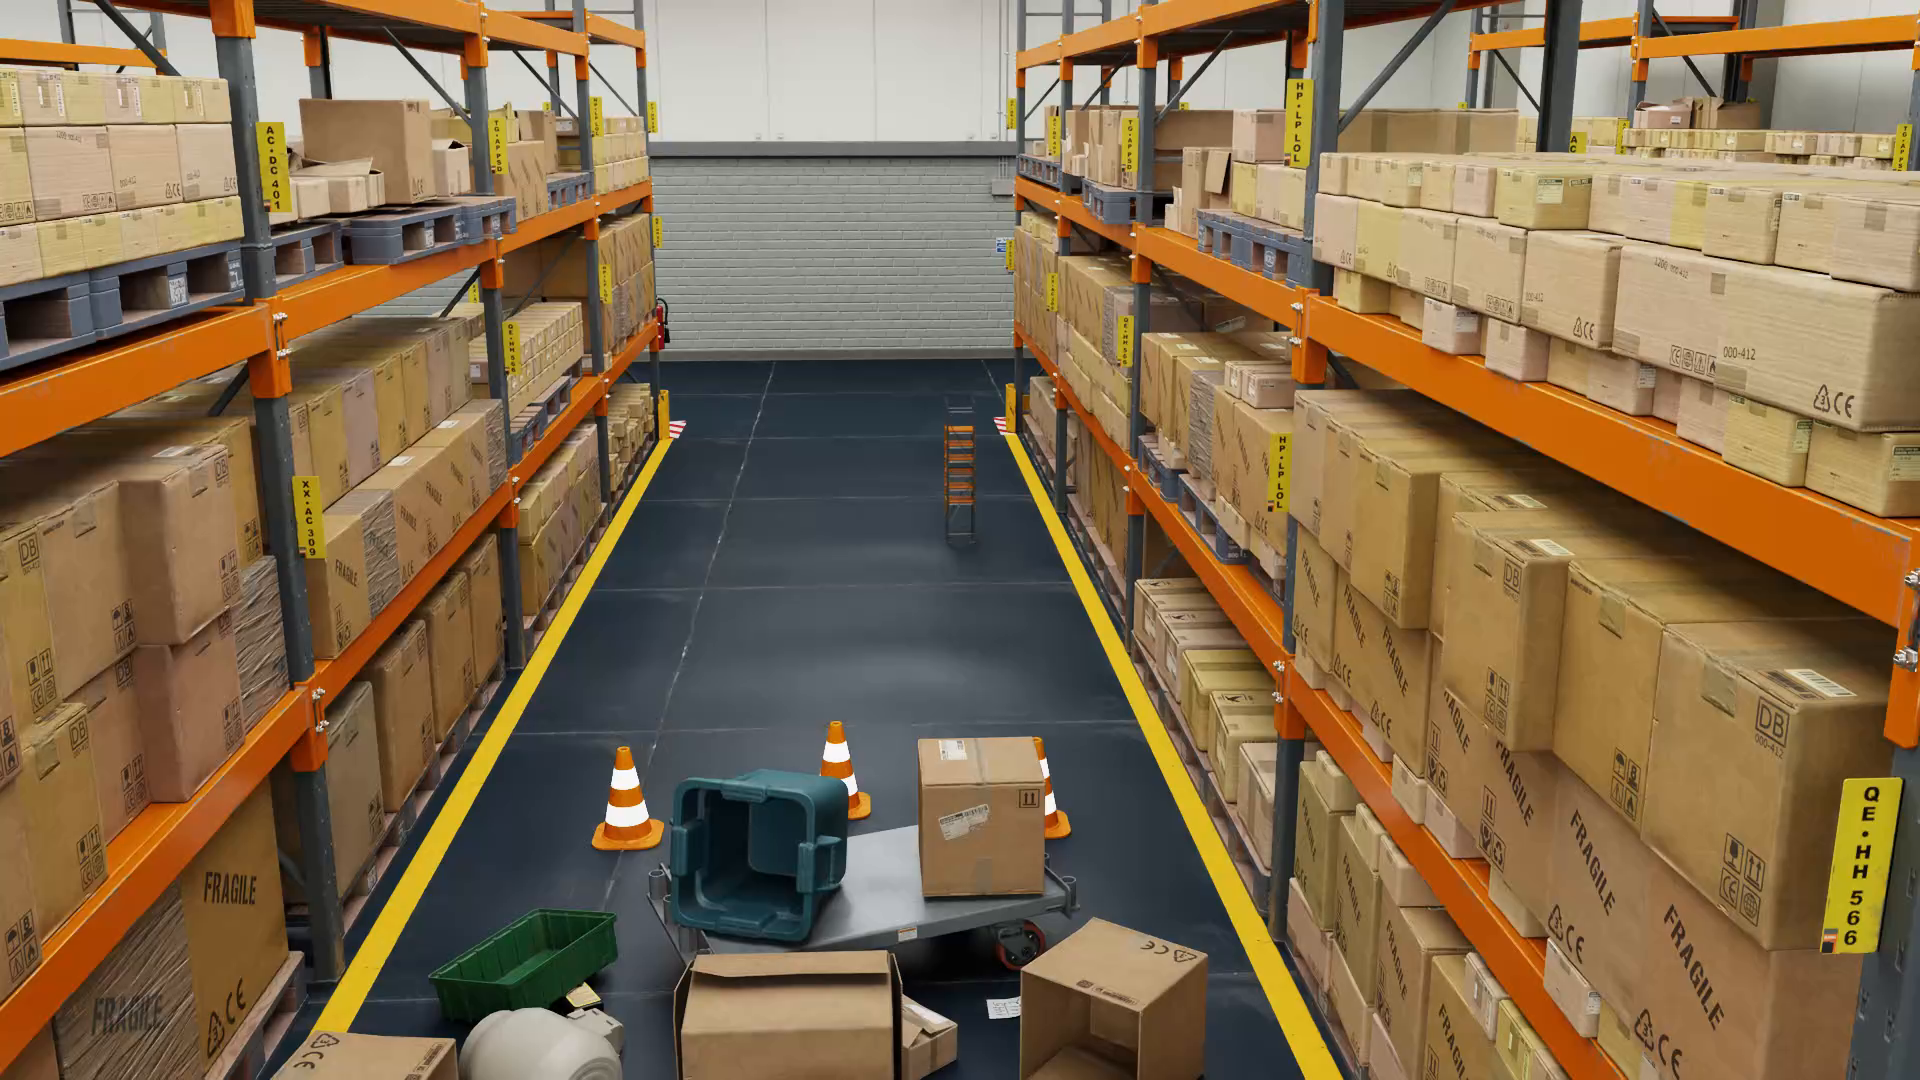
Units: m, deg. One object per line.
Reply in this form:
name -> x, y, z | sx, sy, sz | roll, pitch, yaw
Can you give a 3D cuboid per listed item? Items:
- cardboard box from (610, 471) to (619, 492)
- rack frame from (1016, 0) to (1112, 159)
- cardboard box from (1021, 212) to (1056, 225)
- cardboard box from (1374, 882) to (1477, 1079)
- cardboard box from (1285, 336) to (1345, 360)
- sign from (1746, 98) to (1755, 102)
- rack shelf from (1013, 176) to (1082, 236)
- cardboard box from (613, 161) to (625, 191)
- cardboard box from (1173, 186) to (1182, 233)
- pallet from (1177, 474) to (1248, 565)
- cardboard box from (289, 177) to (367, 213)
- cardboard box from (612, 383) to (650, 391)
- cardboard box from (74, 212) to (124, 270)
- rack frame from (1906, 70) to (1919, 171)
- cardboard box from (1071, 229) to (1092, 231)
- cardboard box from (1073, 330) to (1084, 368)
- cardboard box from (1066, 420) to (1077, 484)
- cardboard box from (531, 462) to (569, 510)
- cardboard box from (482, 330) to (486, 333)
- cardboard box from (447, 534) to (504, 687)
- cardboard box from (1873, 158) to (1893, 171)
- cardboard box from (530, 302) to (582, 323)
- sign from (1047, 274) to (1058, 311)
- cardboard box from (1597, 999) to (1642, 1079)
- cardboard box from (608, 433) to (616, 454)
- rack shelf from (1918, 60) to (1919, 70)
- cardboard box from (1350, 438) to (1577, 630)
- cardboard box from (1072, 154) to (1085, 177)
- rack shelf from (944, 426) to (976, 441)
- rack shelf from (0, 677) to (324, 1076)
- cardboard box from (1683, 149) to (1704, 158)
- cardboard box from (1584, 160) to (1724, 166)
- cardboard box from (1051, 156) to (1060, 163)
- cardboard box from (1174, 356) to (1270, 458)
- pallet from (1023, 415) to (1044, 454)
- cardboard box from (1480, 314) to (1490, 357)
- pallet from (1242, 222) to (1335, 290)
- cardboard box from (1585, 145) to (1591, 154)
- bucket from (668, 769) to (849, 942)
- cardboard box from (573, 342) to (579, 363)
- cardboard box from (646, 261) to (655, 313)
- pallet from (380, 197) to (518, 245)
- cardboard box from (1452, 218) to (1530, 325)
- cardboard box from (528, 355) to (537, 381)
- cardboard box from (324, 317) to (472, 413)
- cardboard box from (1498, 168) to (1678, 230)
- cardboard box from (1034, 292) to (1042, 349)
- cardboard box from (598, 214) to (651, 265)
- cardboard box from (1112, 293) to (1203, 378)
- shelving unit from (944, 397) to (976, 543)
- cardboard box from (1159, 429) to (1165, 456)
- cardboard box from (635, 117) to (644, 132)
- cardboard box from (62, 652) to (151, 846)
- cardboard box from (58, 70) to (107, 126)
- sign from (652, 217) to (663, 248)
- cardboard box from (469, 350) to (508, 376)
cardboard box -> -3.275, -0.528, 14.938 | 0.380, 0.149, 0.250 | -2, 15, -6
rack frame -> 1.114, -5.612, 17.777 | 1.000, 3.000, 0.127 | -1, 14, -3
cardboard box -> 0.859, -3.461, 17.947 | 0.380, 0.149, 0.250 | -1, 14, -2
cardboard box -> 1.700, 1.456, 5.518 | 0.500, 0.500, 0.500 | 0, 14, -1
cardboard box -> 1.992, -1.024, 9.045 | 0.380, 0.149, 0.250 | -2, 15, -6
sign -> 6.869, -3.692, 14.509 | 0.100, 0.325, 0.005 | -1, 14, -3
rack shelf -> 1.238, -3.313, 16.308 | 1.077, 0.370, 4.000 | -1, 14, -3
cardboard box -> -3.391, -3.363, 15.360 | 0.500, 0.250, 0.500 | 0, 14, -1
cardboard box -> 1.475, -1.960, 9.874 | 0.396, 0.266, 0.258 | -1, 14, -3
pallet -> 1.773, -0.132, 8.905 | 1.003, 0.211, 1.213 | -1, 14, -3
cardboard box -> -2.904, -1.556, 7.494 | 0.380, 0.149, 0.250 | -1, 14, -3
cardboard box -> -3.535, -1.588, 17.862 | 0.380, 0.149, 0.250 | -1, 14, -3
cardboard box -> -2.672, -0.865, 4.809 | 0.380, 0.149, 0.250 | -1, 14, -3
rack frame -> 6.563, -3.700, 10.346 | 1.000, 3.000, 0.127 | -1, 14, -3
cardboard box -> 1.111, -2.759, 15.222 | 0.380, 0.149, 0.250 | -1, 14, -3
cardboard box -> 1.172, -1.512, 13.181 | 0.500, 0.250, 0.500 | -1, 14, -3
cardboard box -> 1.430, -0.832, 15.539 | 0.875, 0.438, 0.875 | -1, 14, -4
cardboard box -> -3.175, -0.396, 12.213 | 0.500, 0.250, 0.500 | -1, 14, -3
cardboard box -> -3.973, -1.602, 13.298 | 0.380, 0.149, 0.250 | -1, 14, -2
cardboard box -> -3.377, 0.424, 10.031 | 1.050, 0.750, 0.750 | -1, 14, -4
cardboard box -> 6.301, -2.452, 11.017 | 0.380, 0.149, 0.250 | -1, 14, -2
cardboard box -> -3.353, -1.883, 13.792 | 0.380, 0.149, 0.250 | 0, 14, -1
sign -> 0.808, -2.160, 14.506 | 0.100, 0.325, 0.005 | -1, 14, -3
cardboard box -> 1.747, 1.179, 3.927 | 0.380, 0.149, 0.250 | -1, 14, -4
cardboard box -> -3.345, -0.879, 15.108 | 0.380, 0.149, 0.250 | 0, 14, -1
rack shelf -> 6.687, -2.660, 8.552 | 1.077, 0.370, 4.000 | -1, 14, -3
cardboard box -> 1.682, -0.033, 5.331 | 0.700, 0.500, 0.500 | -1, 14, -5
cardboard box -> 1.091, -2.934, 13.017 | 0.380, 0.166, 0.250 | -2, 15, -7
rack shelf -> 0.001, -0.883, 13.784 | 0.258, 0.103, 0.180 | -1, 14, -3
rack shelf -> -2.953, 1.225, 4.688 | 1.077, 0.370, 4.000 | -1, 14, -3
cardboard box -> 6.003, -3.037, 13.253 | 0.380, 0.149, 0.250 | -1, 14, -4
cardboard box -> 2.175, -1.105, 5.185 | 0.380, 0.149, 0.250 | -1, 14, -5
cardboard box -> 1.002, -3.505, 14.835 | 0.396, 0.266, 0.258 | 0, 14, -2
cardboard box -> 1.485, -0.736, 9.225 | 0.500, 0.500, 0.500 | -1, 14, -2
pallet -> 1.241, -1.158, 18.104 | 1.003, 0.211, 1.213 | -1, 14, -3
cardboard box -> 1.726, -0.587, 4.774 | 0.380, 0.149, 0.250 | -1, 14, -3
pallet -> 1.925, -1.239, 7.179 | 1.213, 0.211, 1.003 | -1, 14, -3
cardboard box -> 5.993, -3.558, 15.521 | 0.500, 0.250, 0.500 | -1, 14, -5
bucket -> -0.768, 1.227, 6.756 | 0.726, 0.611, 0.620 | 4, 5, 16
cardboard box -> -3.334, -1.531, 13.620 | 0.380, 0.149, 0.250 | -1, 14, -3
cardboard box -> -3.536, -2.689, 17.662 | 0.500, 0.500, 0.500 | -1, 14, -2
pallet -> -3.232, -1.817, 9.428 | 1.213, 0.211, 1.003 | 0, 14, -1
cardboard box -> 1.704, -0.754, 4.621 | 0.500, 0.250, 0.500 | -1, 14, -3
cardboard box -> -3.224, -1.223, 11.823 | 0.380, 0.149, 0.250 | -1, 14, -3
cardboard box -> -3.307, -1.036, 9.826 | 0.700, 0.500, 0.500 | -1, 14, -4
cardboard box -> 1.661, -0.905, 4.407 | 0.380, 0.149, 0.250 | -1, 14, -2
cardboard box -> 0.994, -2.124, 16.061 | 0.500, 0.500, 0.500 | -1, 14, -4
cardboard box -> -3.544, -3.171, 17.529 | 0.500, 0.500, 0.500 | -1, 14, -5
cardboard box -> 1.316, -1.374, 11.139 | 0.500, 0.500, 0.500 | -1, 14, -5
shelving unit -> 0.001, -0.577, 13.863 | 0.258, 1.200, 0.189 | -1, 14, -3
cardboard box -> 1.399, -0.575, 9.903 | 0.380, 0.149, 0.250 | -2, 15, -7
cardboard box -> -3.507, -4.342, 17.359 | 0.380, 0.149, 0.250 | -1, 14, -4
cardboard box -> -3.070, 0.671, 5.097 | 0.875, 0.550, 0.550 | -1, 14, -3
cardboard box -> -2.673, -1.251, 4.711 | 0.380, 0.149, 0.250 | -1, 14, -3
sign -> -3.265, -3.322, 17.961 | 0.100, 0.325, 0.005 | -1, 14, -3
cardboard box -> -3.180, -1.170, 11.020 | 0.380, 0.149, 0.250 | -1, 14, -5
